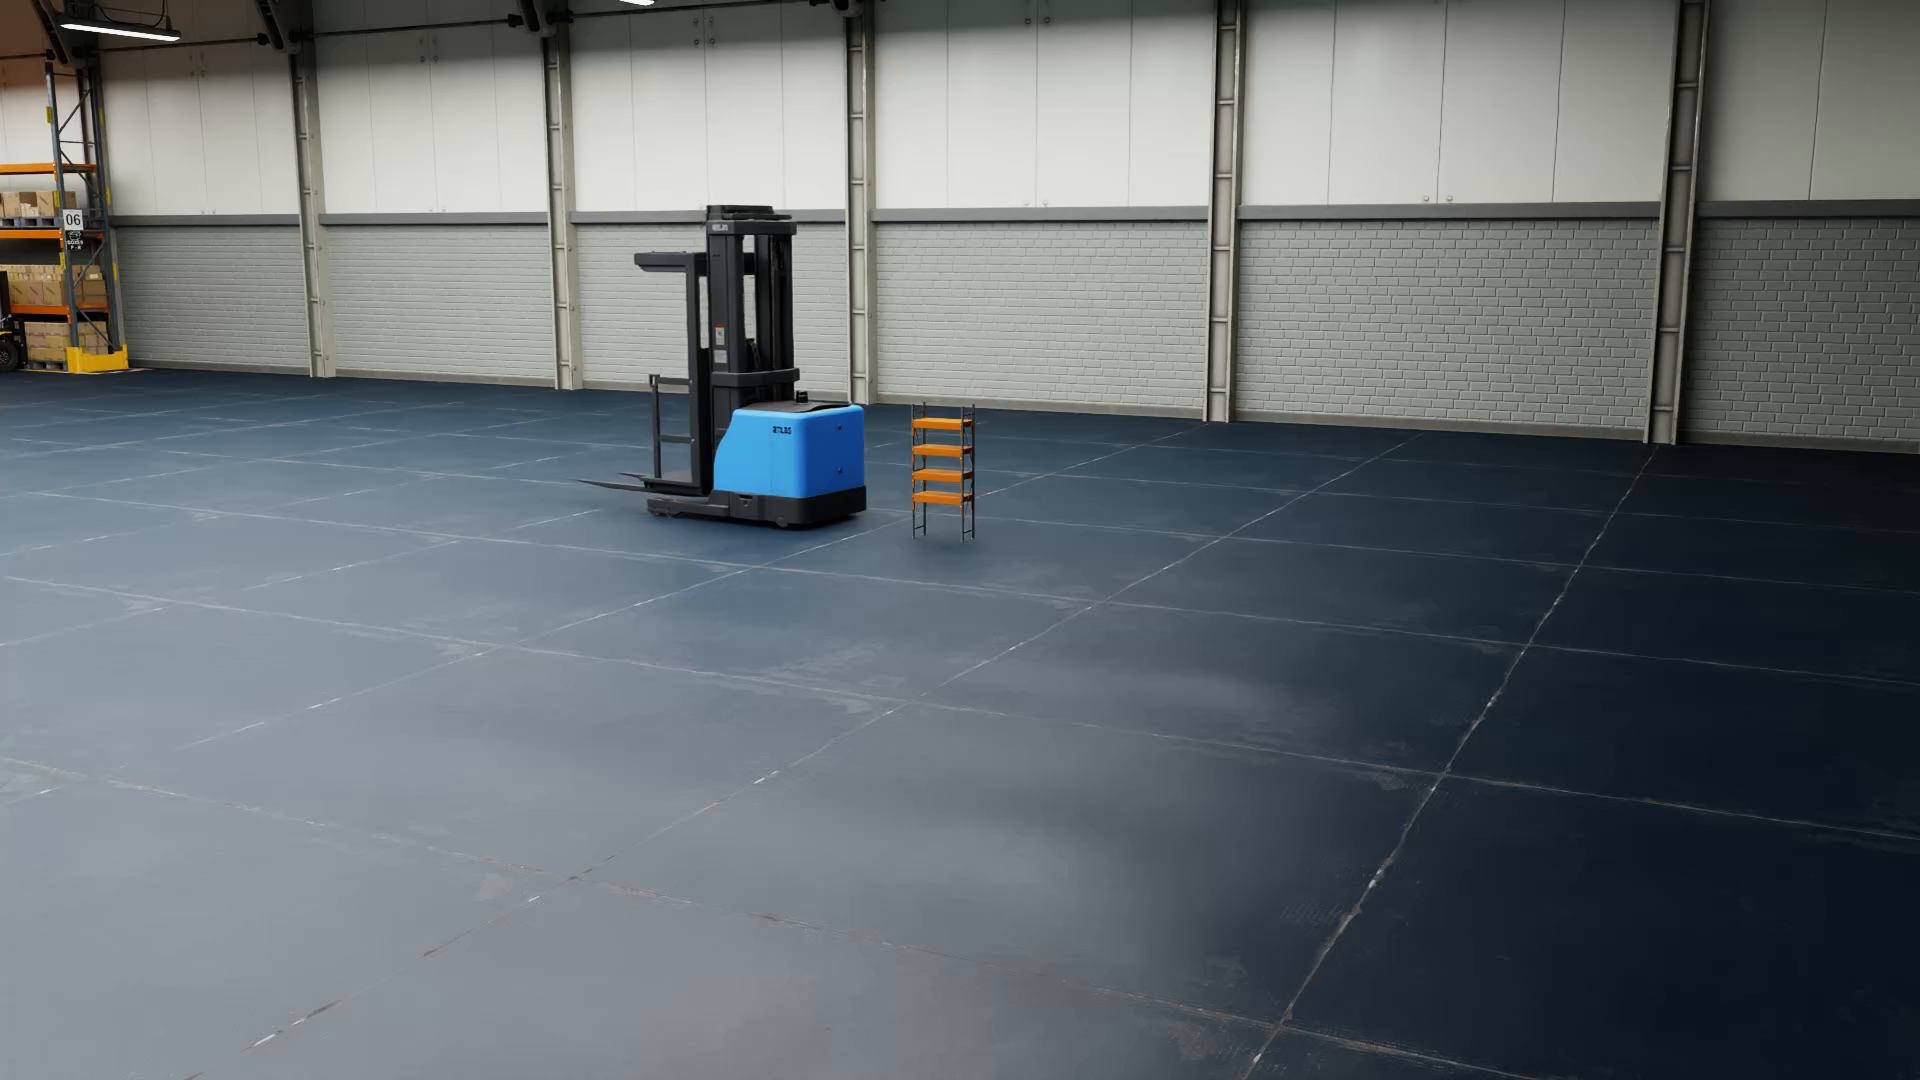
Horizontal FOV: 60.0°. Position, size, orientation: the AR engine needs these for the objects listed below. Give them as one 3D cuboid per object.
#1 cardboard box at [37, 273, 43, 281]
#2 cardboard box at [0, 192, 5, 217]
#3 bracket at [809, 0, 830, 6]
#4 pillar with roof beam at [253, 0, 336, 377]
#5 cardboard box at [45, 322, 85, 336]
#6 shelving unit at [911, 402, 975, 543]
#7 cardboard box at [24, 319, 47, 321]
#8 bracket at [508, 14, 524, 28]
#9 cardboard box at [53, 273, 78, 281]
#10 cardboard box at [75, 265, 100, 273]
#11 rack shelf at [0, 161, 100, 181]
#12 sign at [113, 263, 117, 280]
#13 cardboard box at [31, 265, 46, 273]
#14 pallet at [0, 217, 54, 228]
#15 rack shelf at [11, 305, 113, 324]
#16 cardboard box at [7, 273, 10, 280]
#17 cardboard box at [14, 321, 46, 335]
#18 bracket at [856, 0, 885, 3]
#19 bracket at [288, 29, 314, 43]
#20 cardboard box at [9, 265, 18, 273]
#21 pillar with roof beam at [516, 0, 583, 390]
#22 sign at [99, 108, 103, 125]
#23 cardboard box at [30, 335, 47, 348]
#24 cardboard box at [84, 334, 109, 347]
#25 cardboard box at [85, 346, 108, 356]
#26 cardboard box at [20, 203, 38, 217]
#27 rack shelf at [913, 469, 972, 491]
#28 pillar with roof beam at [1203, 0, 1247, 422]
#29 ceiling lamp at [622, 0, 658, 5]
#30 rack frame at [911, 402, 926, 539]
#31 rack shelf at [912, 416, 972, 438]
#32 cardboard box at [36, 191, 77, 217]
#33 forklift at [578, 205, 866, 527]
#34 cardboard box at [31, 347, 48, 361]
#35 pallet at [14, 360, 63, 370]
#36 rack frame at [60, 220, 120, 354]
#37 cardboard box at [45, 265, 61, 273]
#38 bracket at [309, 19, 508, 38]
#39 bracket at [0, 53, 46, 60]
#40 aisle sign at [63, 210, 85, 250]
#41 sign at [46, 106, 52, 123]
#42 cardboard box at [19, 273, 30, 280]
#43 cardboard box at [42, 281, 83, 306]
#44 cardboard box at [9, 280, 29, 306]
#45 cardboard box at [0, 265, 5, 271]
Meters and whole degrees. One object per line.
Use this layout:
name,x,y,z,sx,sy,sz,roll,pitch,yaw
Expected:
cardboard box,-18.380,-5.317,33.582,0.250,0.149,0.380,5,12,27
cardboard box,-19.384,-6.848,33.971,0.637,0.503,0.797,5,12,28
bracket,-2.110,-8.400,25.767,0.430,0.232,0.235,5,11,26
pillar with roof beam,-14.247,-6.911,27.646,0.548,9.000,9.100,5,11,26
cardboard box,-18.048,-4.252,33.537,0.500,0.250,0.500,5,12,28
shelving unit,-0.148,-0.603,14.695,0.503,1.200,0.258,5,11,26
cardboard box,-19.194,-4.455,34.659,0.500,0.250,0.500,5,11,25
bracket,-7.490,-8.873,28.380,0.430,0.232,0.235,5,11,26
cardboard box,-17.932,-5.271,33.330,0.250,0.149,0.380,5,11,27
cardboard box,-17.704,-5.496,33.735,0.250,0.149,0.380,5,11,25
rack shelf,-19.290,-7.479,33.930,4.000,0.370,1.077,5,11,26
sign,-17.246,-5.473,33.896,0.005,0.325,0.100,5,11,26
cardboard box,-18.583,-5.492,33.714,0.250,0.149,0.380,5,11,26
pallet,-19.218,-6.508,34.095,1.213,0.211,1.003,5,11,26
rack shelf,-19.290,-4.724,34.428,4.000,0.370,1.077,5,11,26
cardboard box,-19.277,-5.402,34.056,0.250,0.149,0.380,5,11,25
cardboard box,-18.965,-4.330,33.965,0.500,0.250,0.500,5,11,27
bracket,-1.365,-8.334,25.406,0.430,0.232,0.235,5,11,26
bracket,-12.127,-9.280,30.631,0.430,0.232,0.235,5,11,26
cardboard box,-19.100,-5.514,33.837,0.250,0.149,0.380,5,12,27
pillar with roof beam,-8.866,-6.438,25.034,0.548,9.000,9.100,5,11,26
sign,-17.246,-8.498,33.349,0.005,0.325,0.100,5,11,26
cardboard box,-18.517,-4.050,33.820,0.500,0.250,0.500,5,11,25
cardboard box,-17.827,-4.090,34.044,0.500,0.250,0.500,5,12,27
cardboard box,-17.851,-3.844,34.087,0.500,0.250,0.500,5,11,26
cardboard box,-18.602,-6.623,33.395,0.258,0.266,0.396,5,11,26
rack shelf,-0.148,-0.537,14.707,0.480,0.148,0.258,5,11,26
pillar with roof beam,1.895,-5.492,19.809,0.400,9.000,9.100,5,11,26
ceiling lamp,-4.555,-8.843,21.934,0.800,3.185,2.000,5,11,26
rack frame,-0.367,-0.623,14.802,0.015,1.200,0.240,5,11,26
rack shelf,-0.148,-0.990,14.625,0.480,0.148,0.258,5,11,26
cardboard box,-18.002,-6.697,33.149,0.500,0.500,0.500,5,12,28
forklift,-2.417,-1.732,16.071,3.031,2.935,1.130,6,12,32
cardboard box,-18.500,-3.801,33.852,0.500,0.250,0.500,5,11,26
pallet,-19.291,-3.698,34.570,1.213,0.211,1.003,5,11,26
rack frame,-17.497,-4.920,33.493,0.127,3.000,1.000,5,11,26
cardboard box,-18.146,-5.444,33.450,0.250,0.149,0.380,5,11,26
bracket,-9.801,-9.076,29.501,4.783,0.066,0.076,5,11,26
bracket,-20.562,-10.021,34.726,4.783,0.066,0.076,5,11,26
aisle sign,-17.568,-6.147,32.974,0.004,0.787,0.394,5,11,26
sign,-17.750,-8.285,32.396,0.005,0.325,0.100,5,11,26
cardboard box,-18.857,-5.352,33.775,0.250,0.149,0.380,5,11,24
cardboard box,-18.054,-4.966,33.467,0.500,0.500,0.500,5,11,25
cardboard box,-18.975,-5.049,33.924,0.500,0.500,0.500,5,11,25
cardboard box,-19.508,-5.572,34.157,0.250,0.149,0.380,5,11,26
